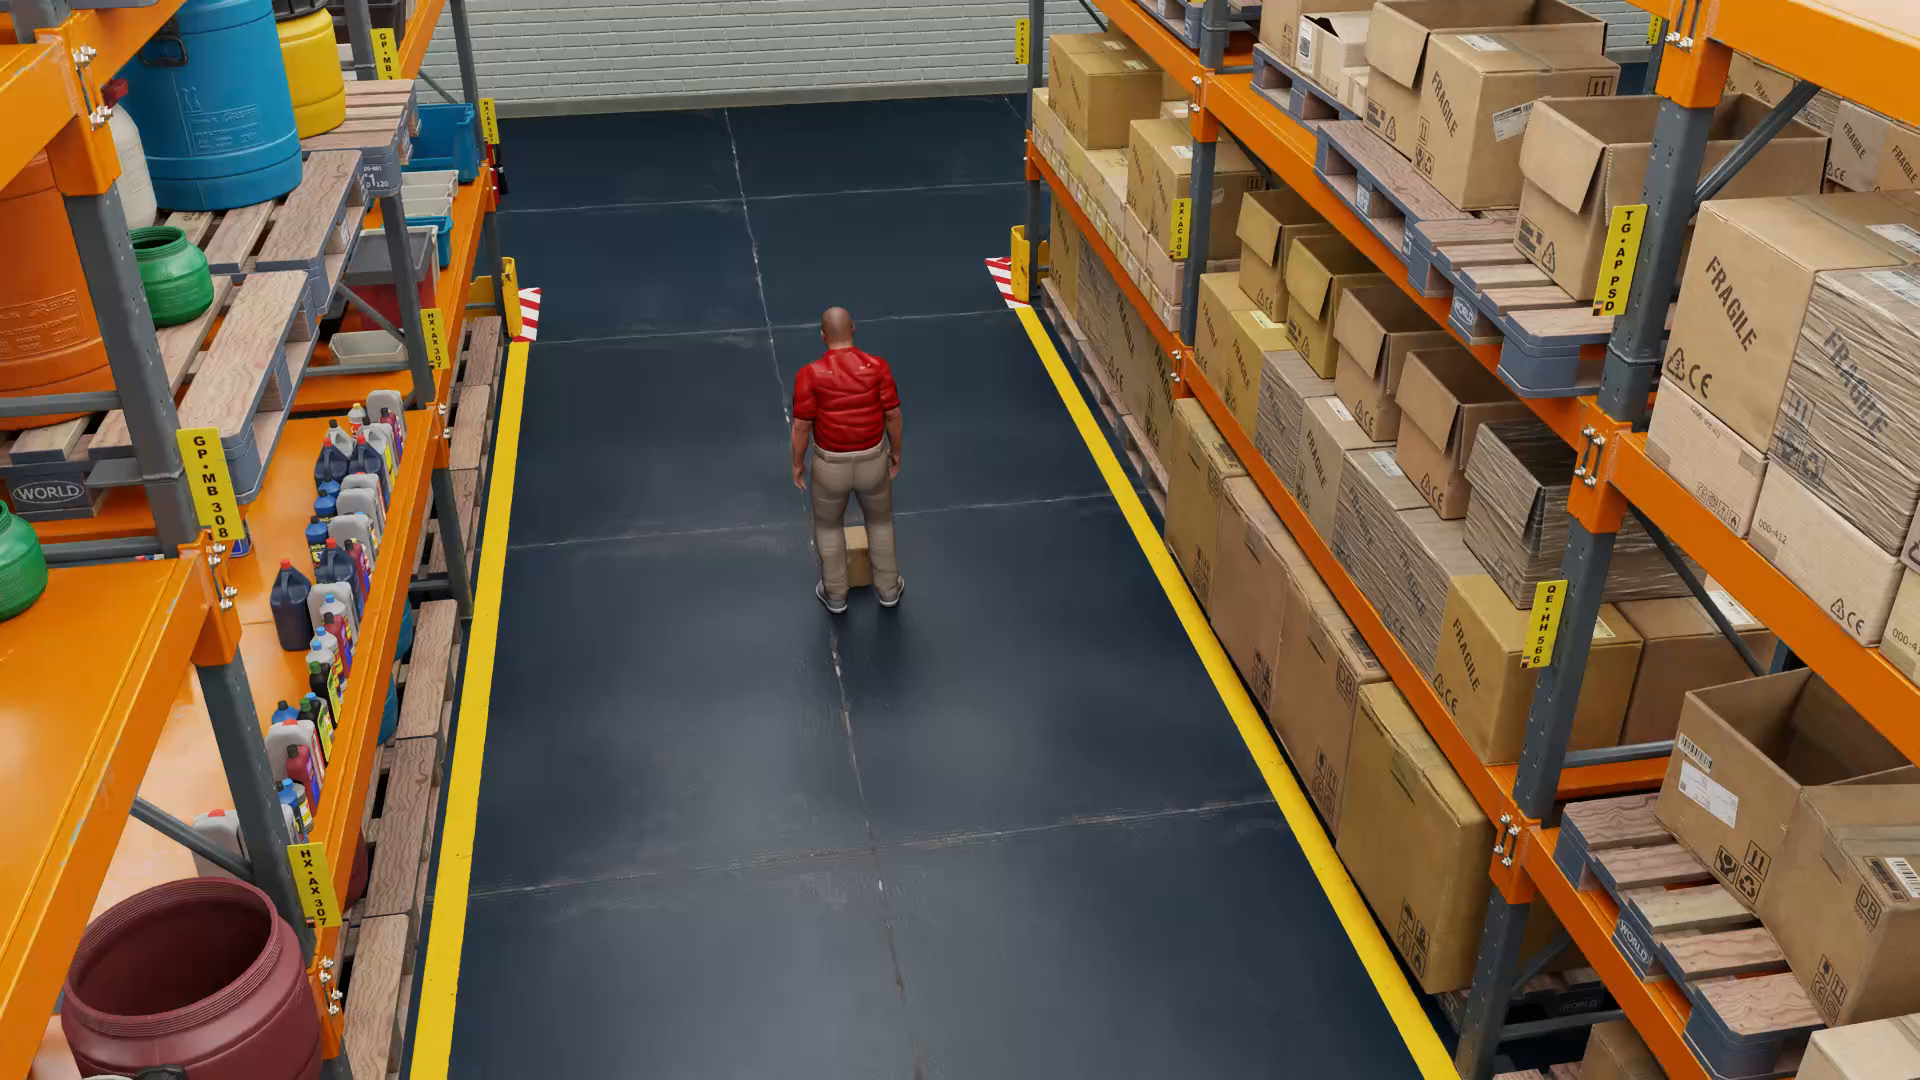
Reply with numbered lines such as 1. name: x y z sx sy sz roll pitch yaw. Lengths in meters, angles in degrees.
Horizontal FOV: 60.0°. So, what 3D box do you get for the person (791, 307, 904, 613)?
1. person: -0.591 -0.410 8.846 0.604 1.728 0.385 -7 31 -11
